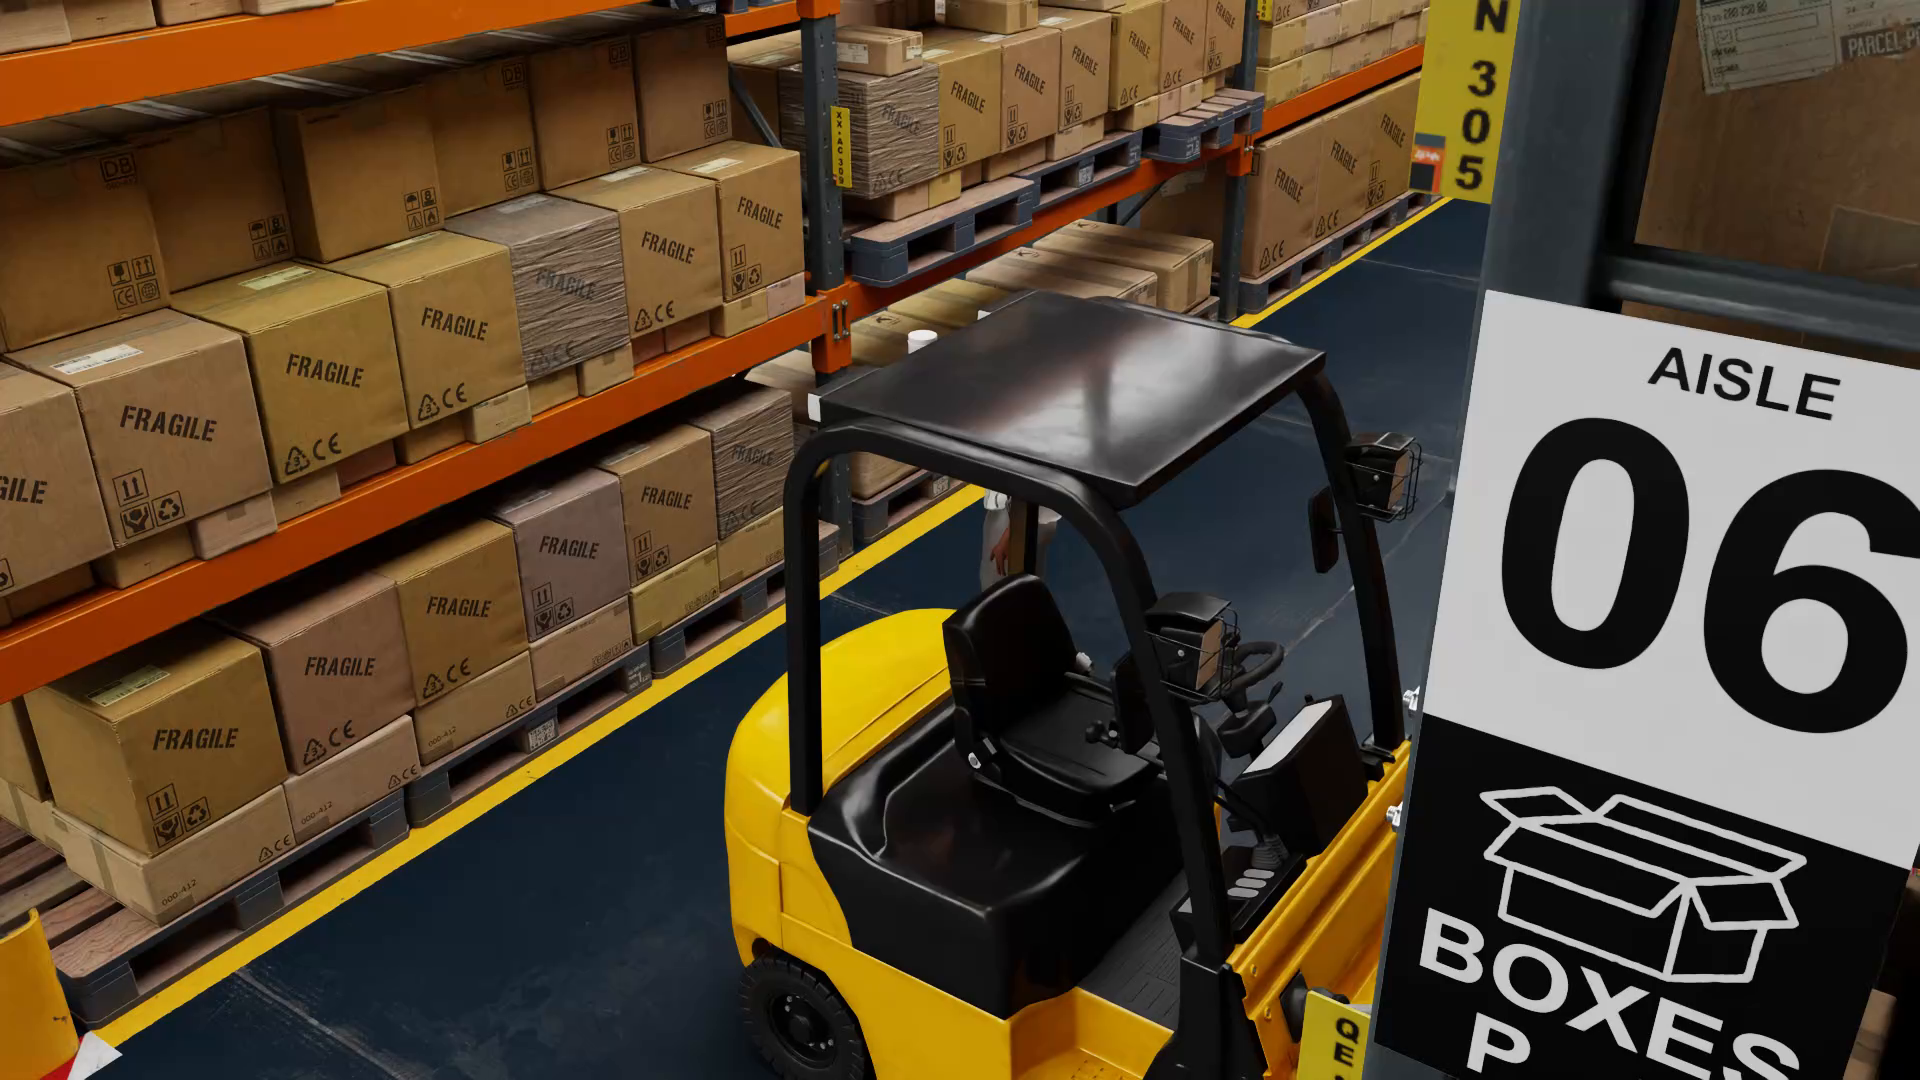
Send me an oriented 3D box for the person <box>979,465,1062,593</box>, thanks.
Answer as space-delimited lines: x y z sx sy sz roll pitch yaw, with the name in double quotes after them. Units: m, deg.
0.154 -0.117 6.292 0.529 1.692 0.568 1 27 2 "person"
